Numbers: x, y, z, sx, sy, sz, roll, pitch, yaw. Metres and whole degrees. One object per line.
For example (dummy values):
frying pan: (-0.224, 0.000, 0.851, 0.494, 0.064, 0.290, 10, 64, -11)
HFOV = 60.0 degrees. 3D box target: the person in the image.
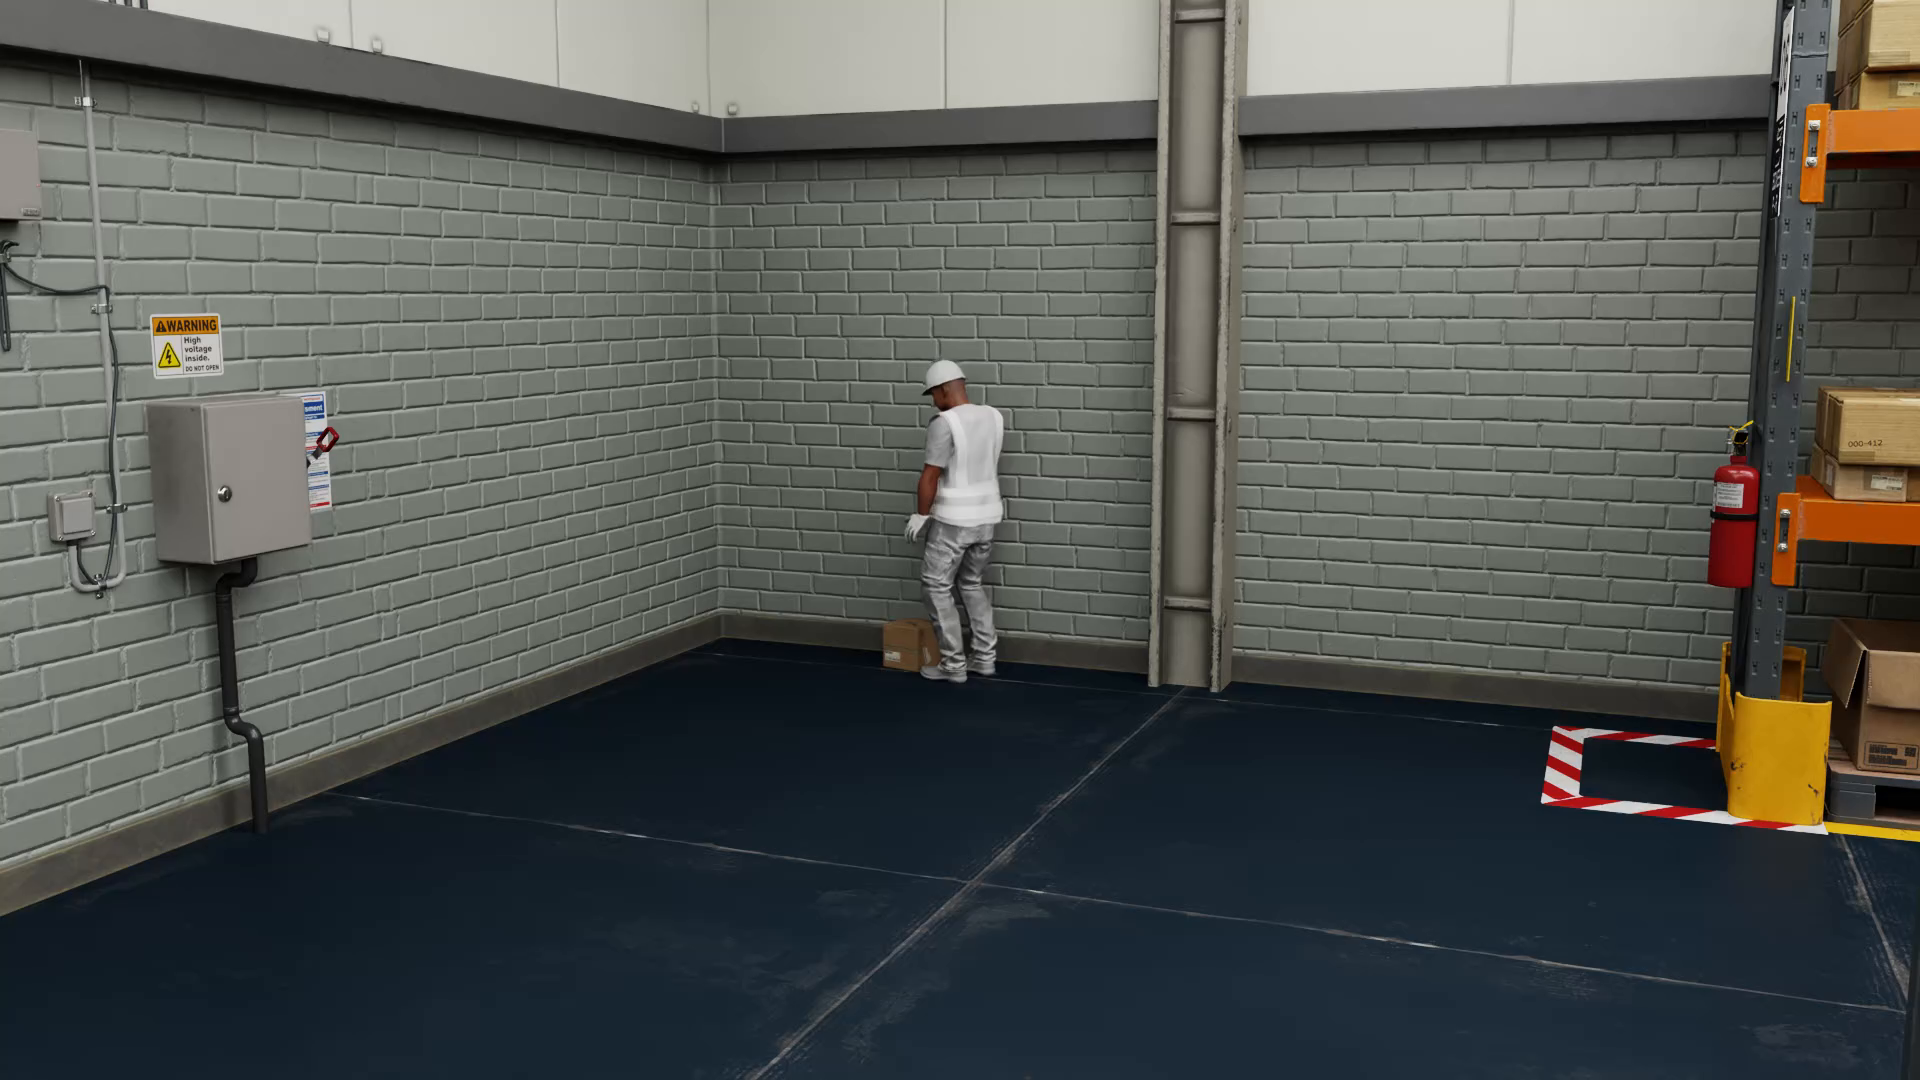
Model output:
person: (-0.020, -0.105, 9.102, 0.427, 1.749, 0.563, 8, 11, 41)
